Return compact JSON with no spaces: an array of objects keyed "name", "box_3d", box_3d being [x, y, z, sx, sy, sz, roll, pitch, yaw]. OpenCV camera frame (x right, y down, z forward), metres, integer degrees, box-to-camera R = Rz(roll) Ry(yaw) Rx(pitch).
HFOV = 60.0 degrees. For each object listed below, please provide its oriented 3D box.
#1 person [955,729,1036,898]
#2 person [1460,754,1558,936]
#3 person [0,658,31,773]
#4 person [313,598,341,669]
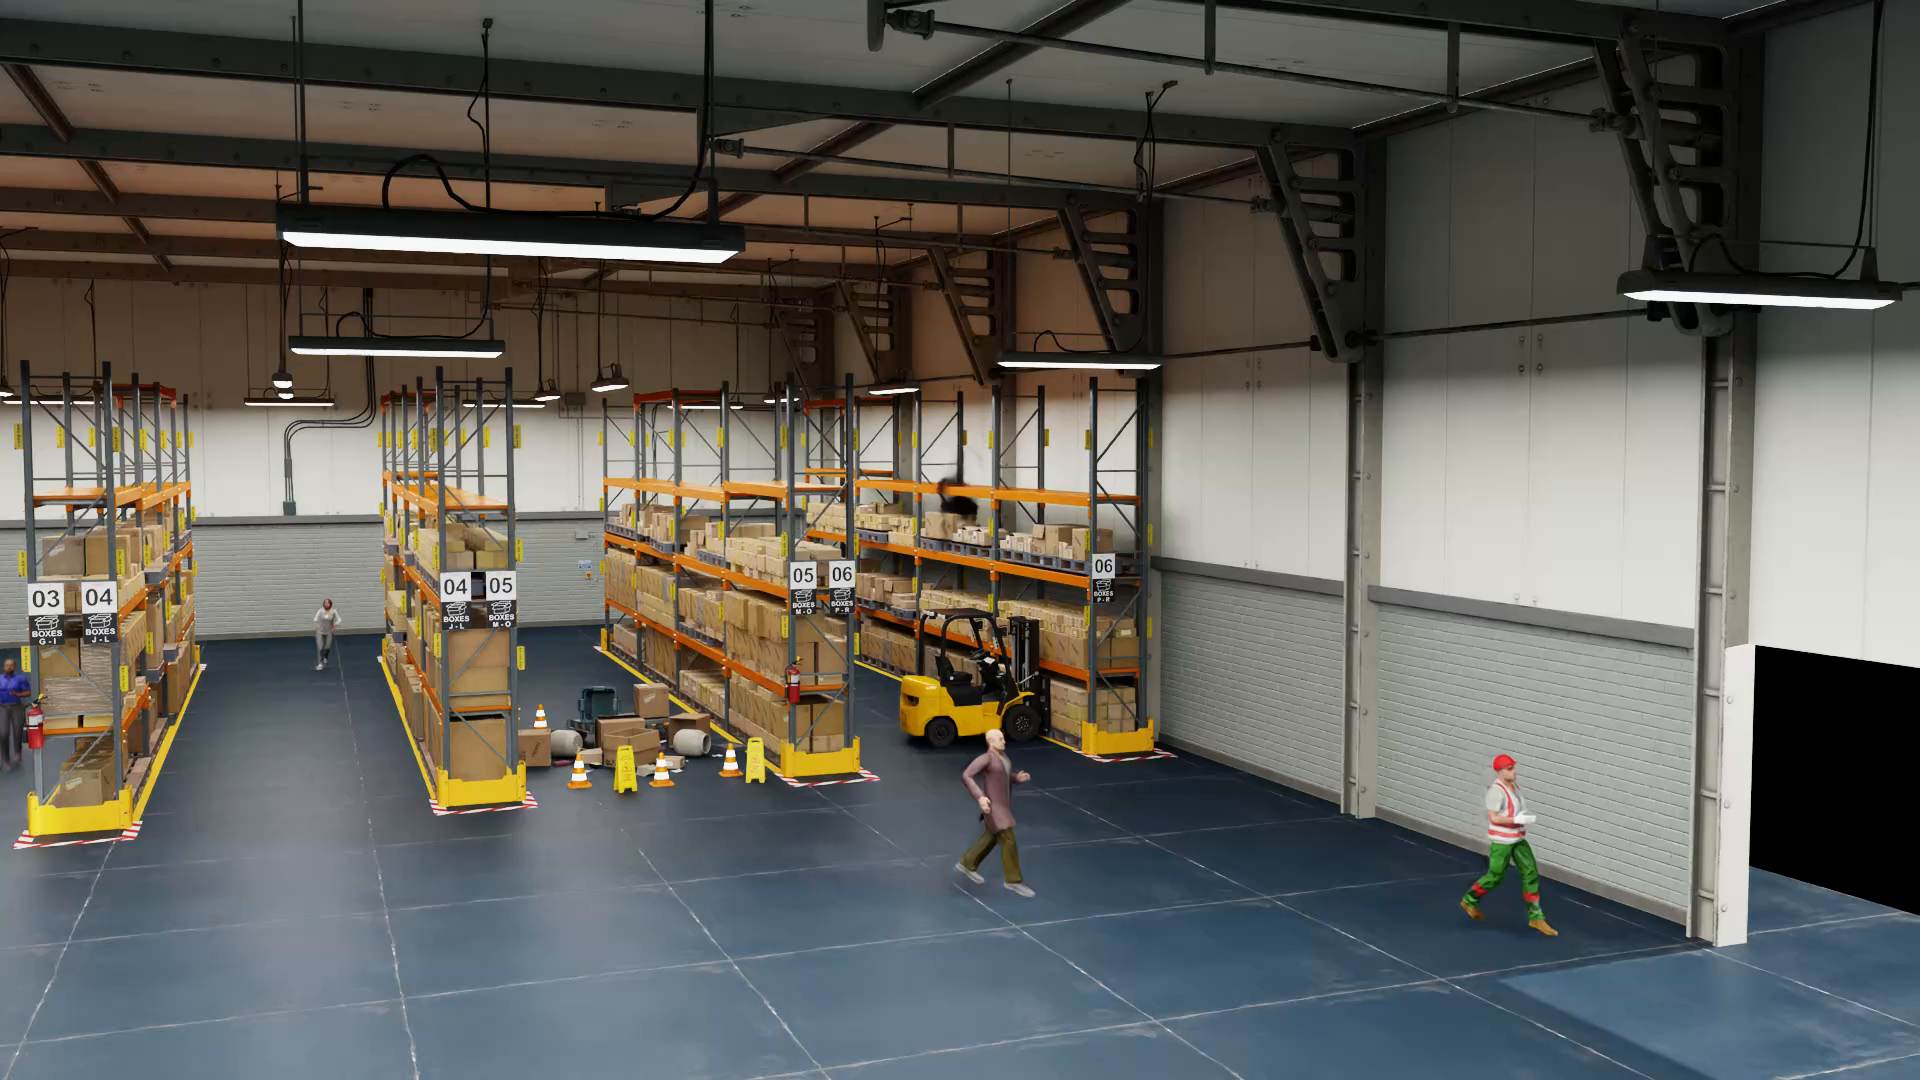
[{"name":"person","box_3d":[0.390,2.986,18.363,0.991,1.807,0.687,1,4,20]},{"name":"person","box_3d":[5.613,3.072,16.963,0.670,1.775,0.992,-3,4,-40]},{"name":"person","box_3d":[-14.449,2.636,25.308,0.562,1.682,0.867,-2,4,-30]},{"name":"person","box_3d":[-13.810,2.050,36.246,0.551,1.551,0.550,-1,4,-13]}]
